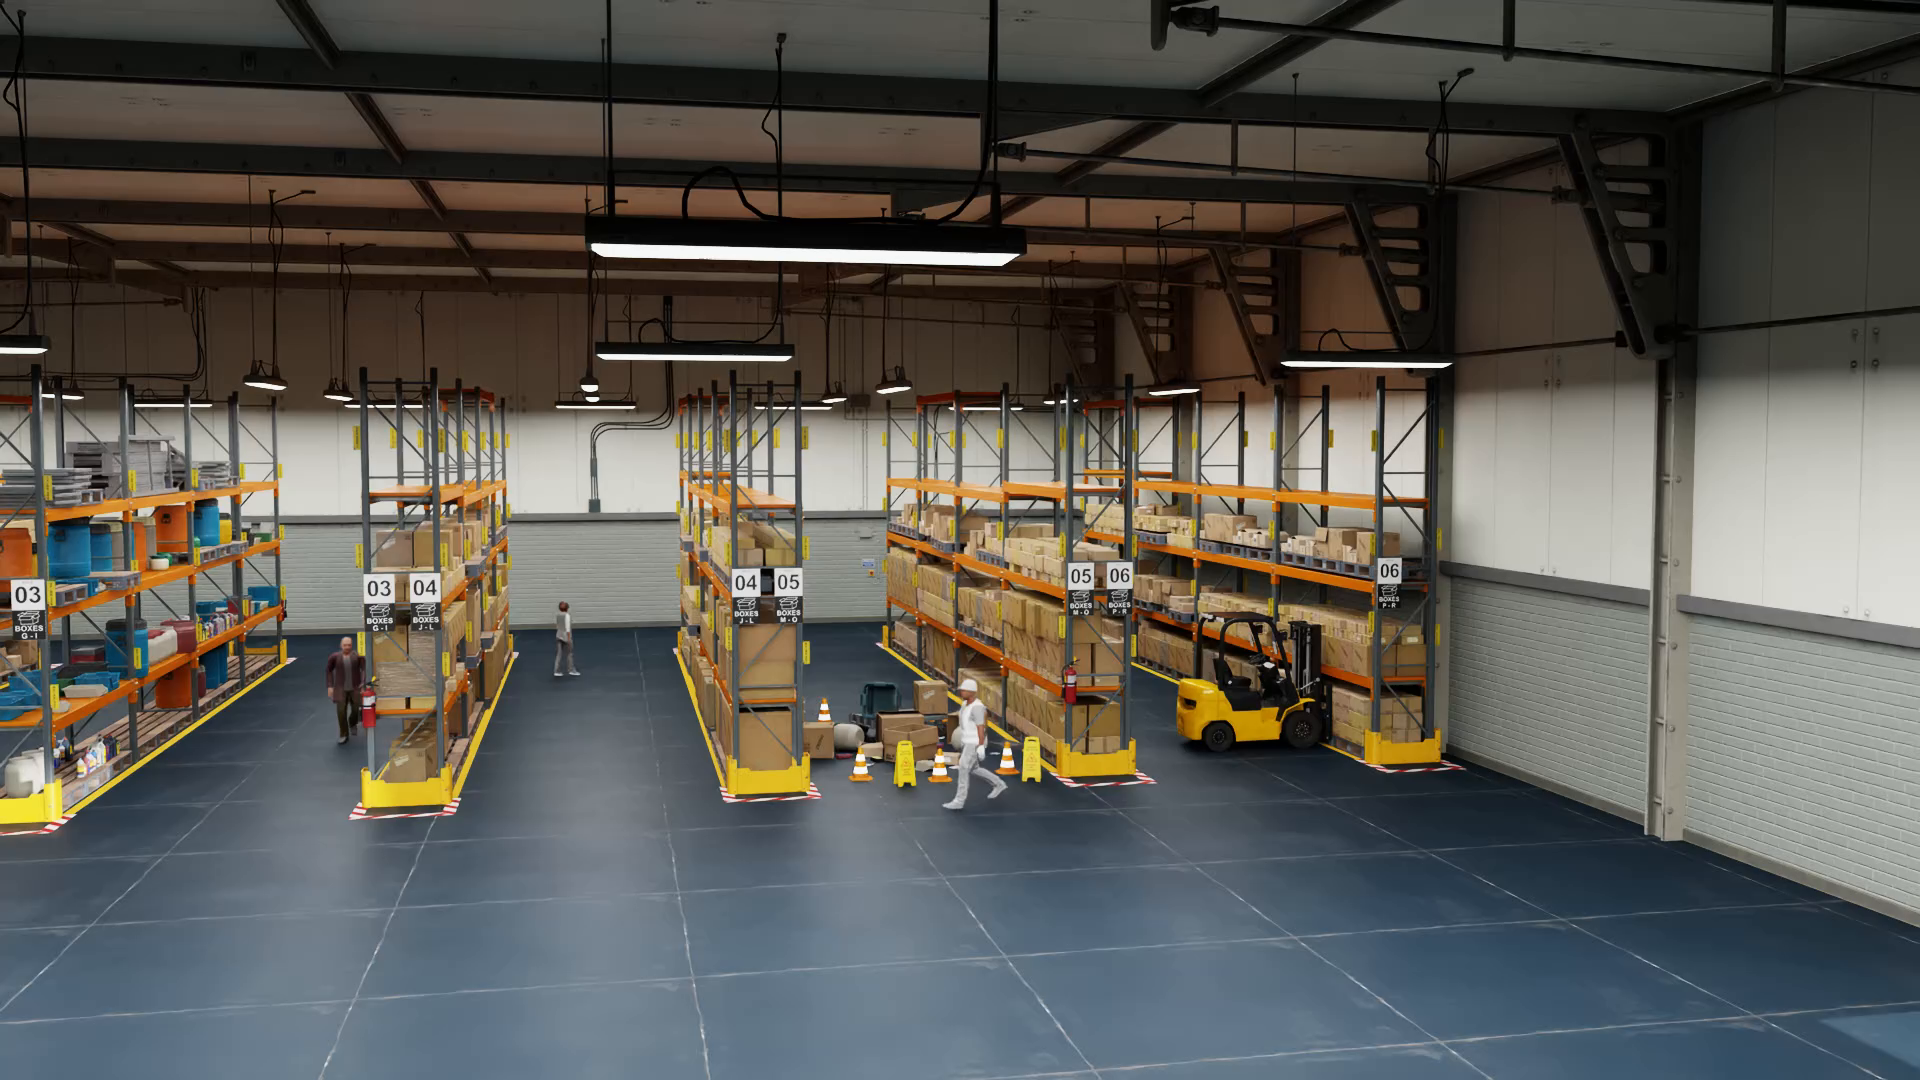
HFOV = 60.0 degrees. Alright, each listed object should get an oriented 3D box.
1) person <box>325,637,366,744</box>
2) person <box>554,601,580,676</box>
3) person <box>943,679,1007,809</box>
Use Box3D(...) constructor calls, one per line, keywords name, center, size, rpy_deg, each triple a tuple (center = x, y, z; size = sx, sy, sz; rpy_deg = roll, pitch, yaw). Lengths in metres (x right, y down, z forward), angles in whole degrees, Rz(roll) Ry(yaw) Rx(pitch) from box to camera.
Box3D(name="person", center=(-10.242, 2.480, 27.775), size=(0.668, 1.763, 0.756), rpy_deg=(-1, 4, -23))
Box3D(name="person", center=(-8.410, 2.158, 35.389), size=(0.445, 1.490, 0.611), rpy_deg=(2, 4, 29))
Box3D(name="person", center=(0.197, 2.776, 22.768), size=(0.977, 1.750, 0.589), rpy_deg=(-1, 4, -16))
